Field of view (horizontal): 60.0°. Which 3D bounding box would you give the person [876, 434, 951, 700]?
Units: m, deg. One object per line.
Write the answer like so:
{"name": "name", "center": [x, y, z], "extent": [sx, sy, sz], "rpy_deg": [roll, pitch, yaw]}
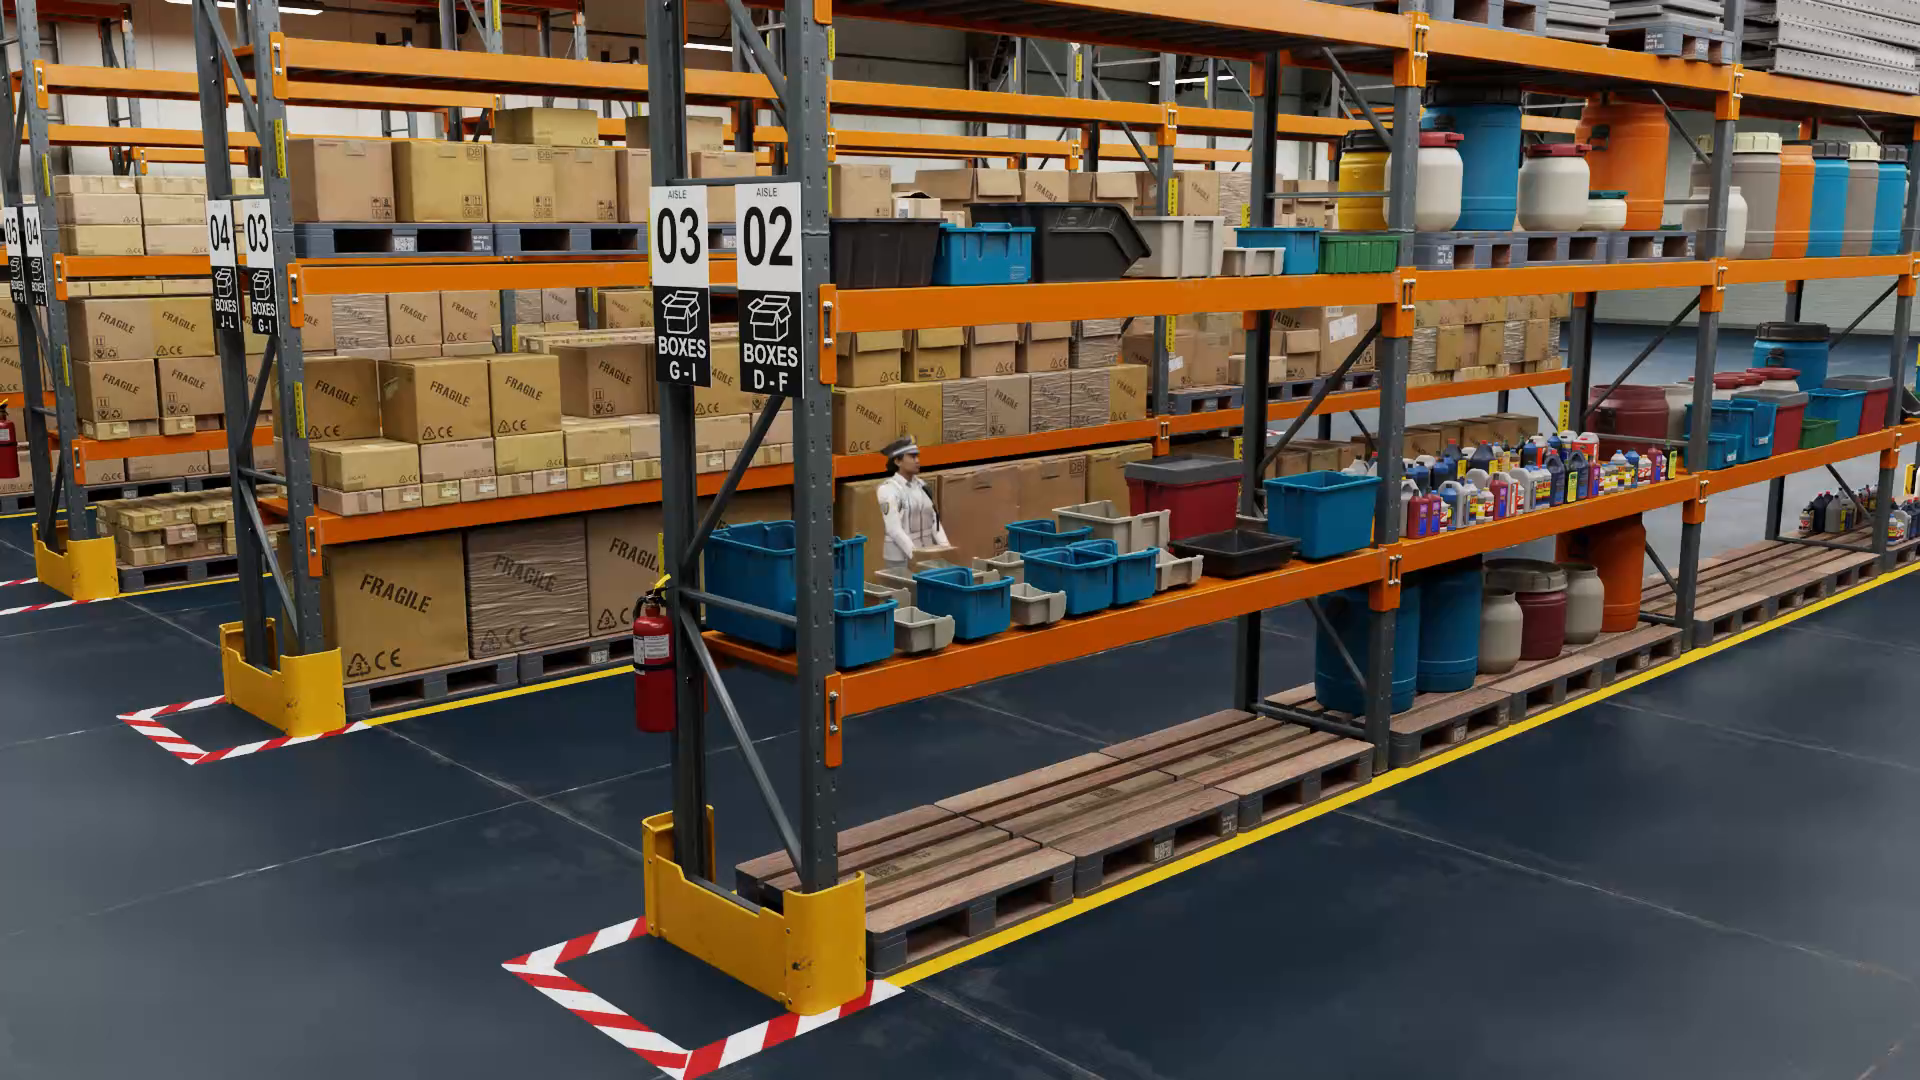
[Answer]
{"name": "person", "center": [-0.312, 0.155, 10.987], "extent": [0.509, 1.701, 0.517], "rpy_deg": [8, 14, 38]}
